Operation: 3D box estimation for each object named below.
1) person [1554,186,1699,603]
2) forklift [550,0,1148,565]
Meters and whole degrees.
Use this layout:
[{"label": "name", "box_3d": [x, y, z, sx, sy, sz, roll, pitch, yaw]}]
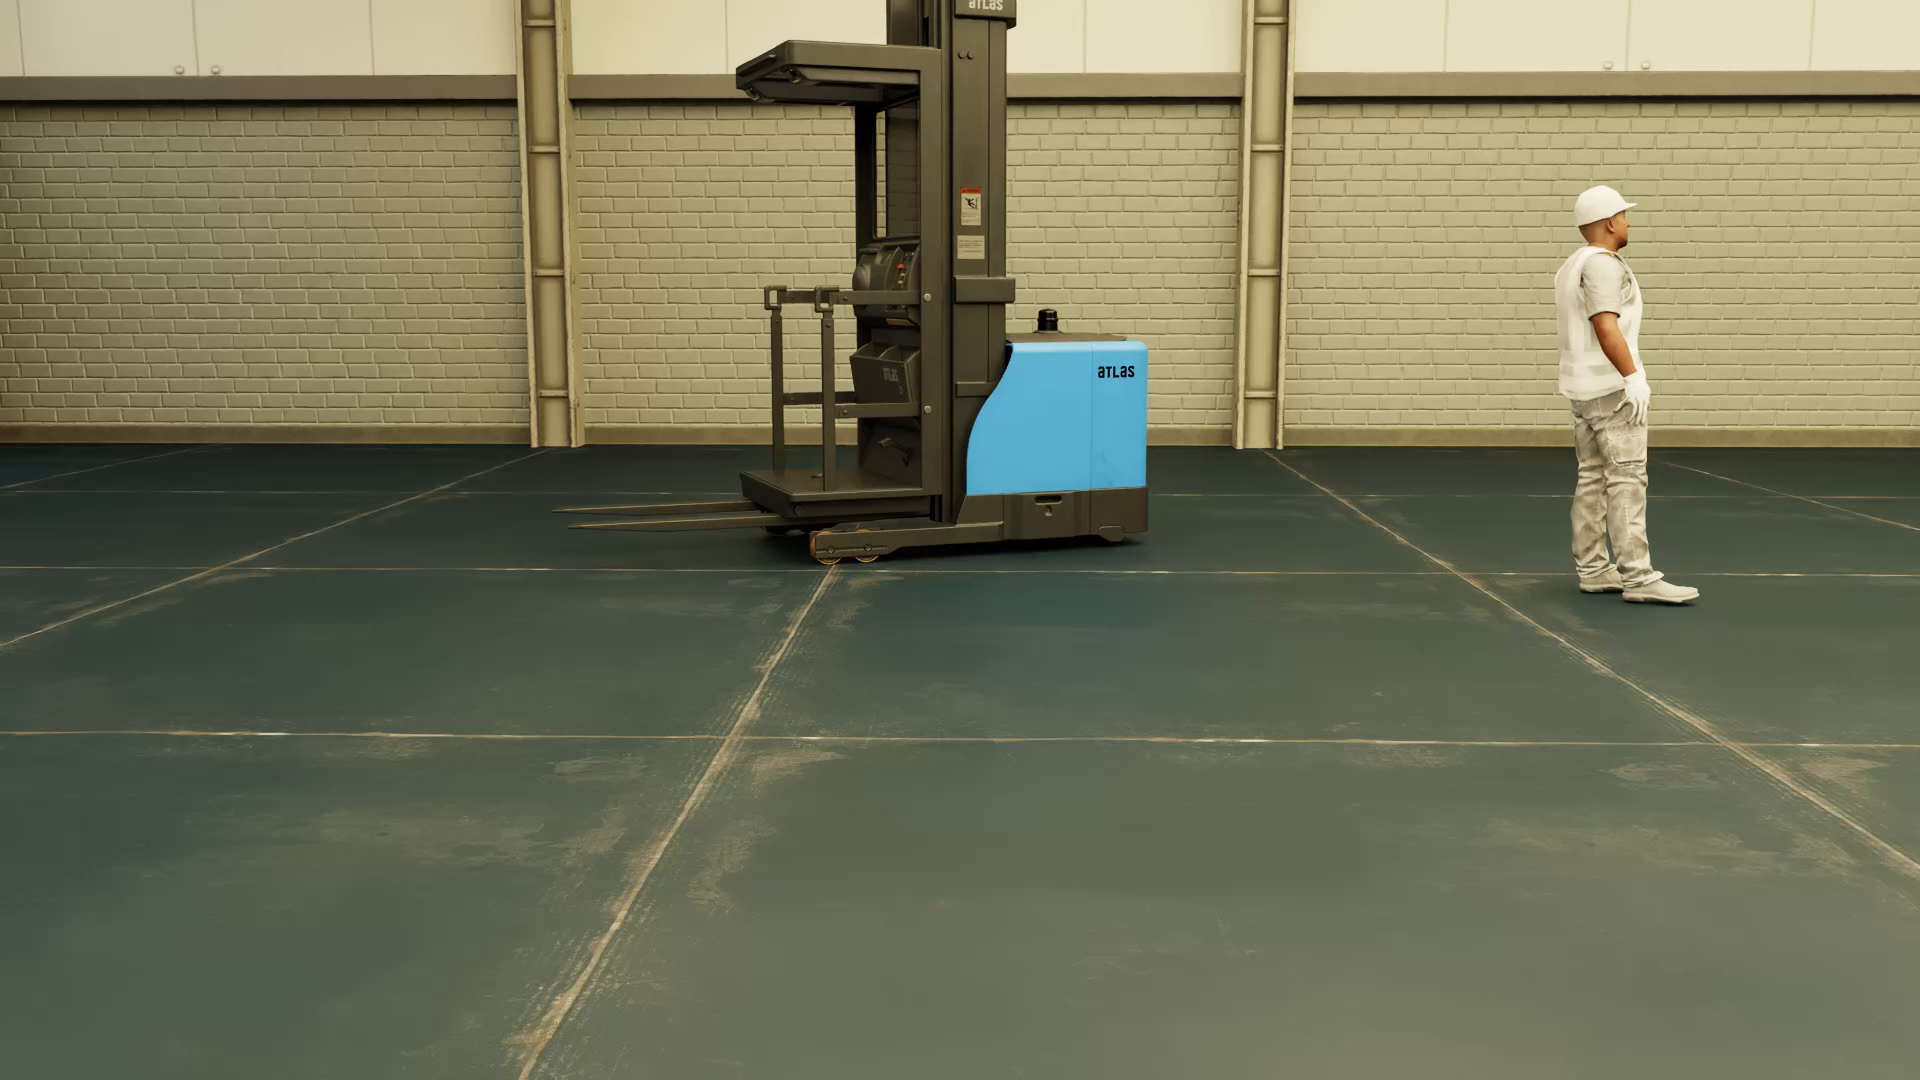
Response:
[{"label": "person", "box_3d": [2.914, -0.652, 7.315, 0.576, 1.784, 0.657, 1, 9, 4]}, {"label": "forklift", "box_3d": [-0.569, -1.416, 8.568, 3.031, 2.935, 1.130, -3, 9, -20]}]
